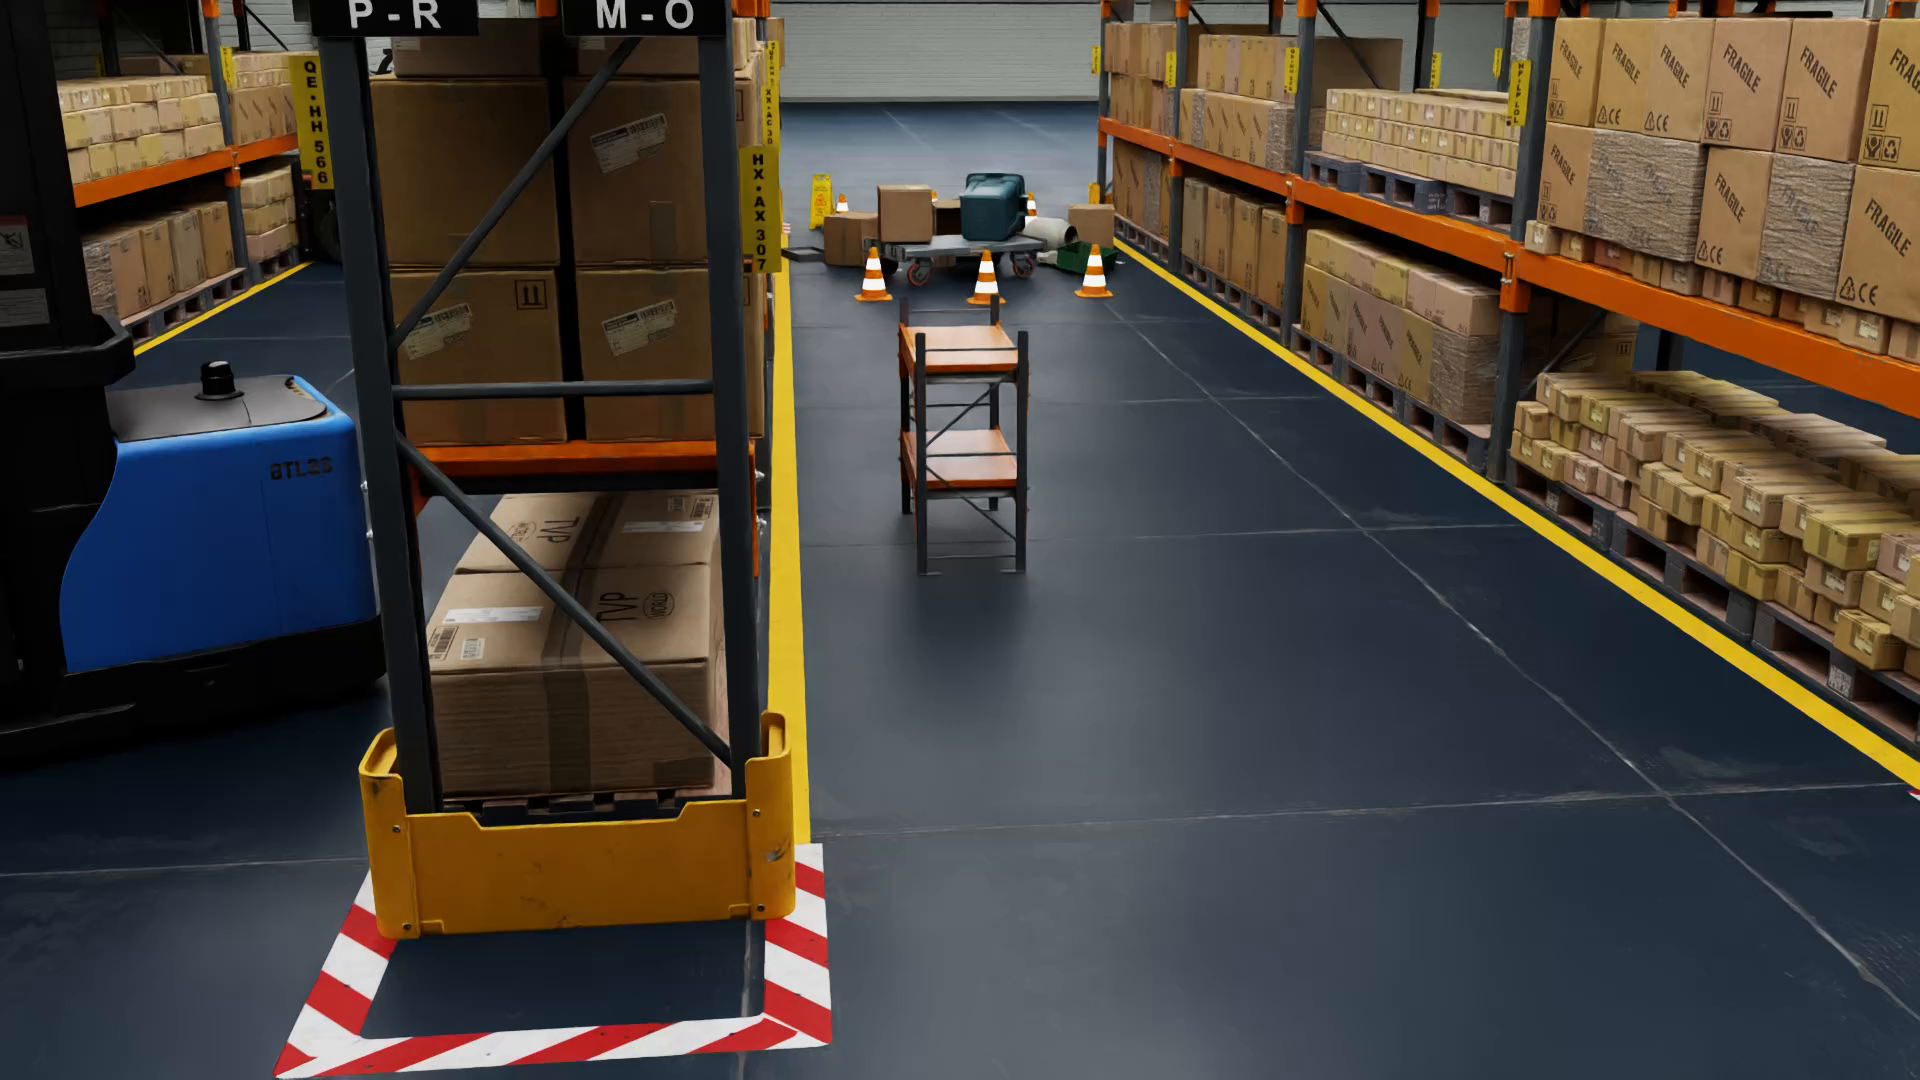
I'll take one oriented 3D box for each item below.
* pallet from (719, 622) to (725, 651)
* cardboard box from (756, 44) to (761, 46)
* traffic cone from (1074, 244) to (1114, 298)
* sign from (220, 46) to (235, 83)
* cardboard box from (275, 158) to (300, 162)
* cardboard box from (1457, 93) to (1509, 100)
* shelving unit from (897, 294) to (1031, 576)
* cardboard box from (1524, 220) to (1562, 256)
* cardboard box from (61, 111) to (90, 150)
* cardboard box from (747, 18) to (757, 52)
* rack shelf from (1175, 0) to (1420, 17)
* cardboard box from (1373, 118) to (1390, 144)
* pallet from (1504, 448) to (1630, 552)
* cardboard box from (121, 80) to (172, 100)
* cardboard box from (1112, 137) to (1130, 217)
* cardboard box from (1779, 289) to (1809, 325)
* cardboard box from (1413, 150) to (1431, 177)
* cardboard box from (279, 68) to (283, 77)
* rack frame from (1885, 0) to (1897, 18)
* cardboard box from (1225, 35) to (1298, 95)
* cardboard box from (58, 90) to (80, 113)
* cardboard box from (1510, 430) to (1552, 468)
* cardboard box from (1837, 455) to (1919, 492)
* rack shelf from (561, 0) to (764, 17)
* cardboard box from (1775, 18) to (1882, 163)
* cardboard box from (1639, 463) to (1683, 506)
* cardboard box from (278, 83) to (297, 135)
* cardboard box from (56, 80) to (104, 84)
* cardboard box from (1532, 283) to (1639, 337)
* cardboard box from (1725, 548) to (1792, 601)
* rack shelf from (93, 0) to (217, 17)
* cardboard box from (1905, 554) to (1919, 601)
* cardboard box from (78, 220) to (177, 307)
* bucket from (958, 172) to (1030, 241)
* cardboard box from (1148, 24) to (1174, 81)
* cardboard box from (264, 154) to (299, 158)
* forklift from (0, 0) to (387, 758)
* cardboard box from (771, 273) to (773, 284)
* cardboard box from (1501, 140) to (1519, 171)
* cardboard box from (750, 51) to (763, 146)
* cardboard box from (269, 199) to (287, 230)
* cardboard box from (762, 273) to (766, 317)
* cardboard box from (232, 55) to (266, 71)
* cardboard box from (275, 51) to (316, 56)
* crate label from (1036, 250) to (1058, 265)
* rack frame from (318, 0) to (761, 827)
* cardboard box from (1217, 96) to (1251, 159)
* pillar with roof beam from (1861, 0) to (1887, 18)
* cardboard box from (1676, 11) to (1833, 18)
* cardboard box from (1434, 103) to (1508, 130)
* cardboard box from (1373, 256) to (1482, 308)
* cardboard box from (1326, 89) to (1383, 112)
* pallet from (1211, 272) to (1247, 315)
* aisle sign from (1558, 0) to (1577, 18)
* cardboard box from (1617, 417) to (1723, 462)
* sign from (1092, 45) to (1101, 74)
[{"bbox_3d":[-1.354,0.340,6.742,1.003,0.211,1.213,-2,18,-6],"label":"pallet"},{"bbox_3d":[-1.432,-2.703,9.942,0.500,0.500,0.500,-2,18,-7],"label":"cardboard box"},{"bbox_3d":[1.241,-2.494,15.348,0.336,0.463,0.334,-2,18,-6],"label":"traffic cone"},{"bbox_3d":[-6.707,-4.347,15.216,0.100,0.325,0.005,-2,18,-6],"label":"sign"},{"bbox_3d":[-7.242,-4.091,18.419,0.500,0.250,0.500,-1,17,-5],"label":"cardboard box"},{"bbox_3d":[3.605,-2.959,11.319,0.380,0.149,0.250,-1,17,-4],"label":"cardboard box"},{"bbox_3d":[0.001,-0.535,8.002,0.538,1.125,1.048,-2,18,-6],"label":"shelving unit"},{"bbox_3d":[3.133,-1.553,8.534,0.380,0.149,0.250,-1,17,-4],"label":"cardboard box"},{"bbox_3d":[-6.611,-2.929,11.914,0.500,0.250,0.500,-2,18,-6],"label":"cardboard box"},{"bbox_3d":[-1.135,-2.336,7.692,0.380,0.149,0.250,-2,18,-7],"label":"cardboard box"},{"bbox_3d":[2.811,-4.642,14.150,1.077,0.370,4.000,-2,18,-6],"label":"rack shelf"},{"bbox_3d":[2.979,-2.721,11.059,0.380,0.149,0.250,-2,18,-6],"label":"cardboard box"},{"bbox_3d":[3.534,-0.238,8.581,1.003,0.211,1.213,-2,18,-6],"label":"pallet"},{"bbox_3d":[-6.848,-3.770,13.928,0.380,0.149,0.250,-2,18,-7],"label":"cardboard box"},{"bbox_3d":[2.327,-4.329,19.804,0.875,0.875,0.875,-2,18,-5],"label":"cardboard box"},{"bbox_3d":[3.482,-0.930,6.552,0.380,0.149,0.250,-3,18,-8],"label":"cardboard box"},{"bbox_3d":[3.054,-2.348,10.366,0.380,0.149,0.250,-1,17,-3],"label":"cardboard box"},{"bbox_3d":[-7.251,-4.809,17.236,0.380,0.149,0.250,-2,18,-6],"label":"cardboard box"},{"bbox_3d":[12.062,-5.618,21.065,1.000,3.000,0.127,-2,18,-6],"label":"rack frame"},{"bbox_3d":[2.768,-4.224,14.787,0.700,0.500,0.500,-2,18,-5],"label":"cardboard box"},{"bbox_3d":[-6.602,-3.162,11.991,0.380,0.149,0.250,-1,17,-4],"label":"cardboard box"},{"bbox_3d":[3.148,-0.489,8.785,0.380,0.149,0.250,-3,18,-8],"label":"cardboard box"},{"bbox_3d":[3.971,-0.257,7.054,0.380,0.149,0.250,-2,17,-5],"label":"cardboard box"},{"bbox_3d":[-1.690,-3.268,9.771,1.077,0.370,4.000,-2,18,-6],"label":"rack shelf"},{"bbox_3d":[3.433,-1.676,6.175,0.500,0.500,0.500,-1,17,-3],"label":"cardboard box"},{"bbox_3d":[3.318,-0.247,7.517,0.380,0.149,0.250,-2,18,-6],"label":"cardboard box"},{"bbox_3d":[-7.186,-4.457,17.199,0.500,0.500,0.500,-2,18,-5],"label":"cardboard box"},{"bbox_3d":[-7.375,-3.752,13.872,0.380,0.149,0.250,-2,18,-6],"label":"cardboard box"},{"bbox_3d":[3.616,-1.361,9.724,0.500,0.250,0.500,-3,18,-8],"label":"cardboard box"},{"bbox_3d":[3.384,0.132,6.807,0.380,0.149,0.250,-3,18,-8],"label":"cardboard box"},{"bbox_3d":[-7.039,-4.305,13.075,1.077,0.370,4.000,-2,18,-6],"label":"rack shelf"},{"bbox_3d":[3.535,0.151,5.754,0.380,0.149,0.250,-2,17,-5],"label":"cardboard box"},{"bbox_3d":[-7.029,-2.270,13.663,0.875,0.625,0.625,-3,18,-8],"label":"cardboard box"},{"bbox_3d":[0.297,-3.283,16.554,0.726,0.611,0.620,4,28,13],"label":"bucket"},{"bbox_3d":[2.428,-5.008,17.069,0.875,0.550,0.550,-2,18,-6],"label":"cardboard box"},{"bbox_3d":[-7.797,-4.221,18.835,0.500,0.250,0.500,-2,18,-6],"label":"cardboard box"},{"bbox_3d":[-3.704,-0.703,5.523,3.031,2.935,1.130,-11,20,-30],"label":"forklift"},{"bbox_3d":[-2.101,-2.337,14.298,0.950,0.372,0.625,-1,17,-4],"label":"cardboard box"},{"bbox_3d":[3.192,-2.102,9.086,0.380,0.149,0.250,-1,17,-4],"label":"cardboard box"},{"bbox_3d":[-1.160,-1.977,7.629,0.500,0.500,0.500,-2,18,-6],"label":"cardboard box"},{"bbox_3d":[-7.042,-3.244,16.556,0.500,0.250,0.500,-2,18,-6],"label":"cardboard box"},{"bbox_3d":[-1.057,-1.199,6.821,0.500,0.500,0.500,-2,18,-6],"label":"cardboard box"},{"bbox_3d":[-7.114,-4.723,16.468,0.380,0.149,0.250,-2,18,-7],"label":"cardboard box"},{"bbox_3d":[-7.355,-5.331,18.404,0.380,0.149,0.250,-2,18,-6],"label":"cardboard box"},{"bbox_3d":[0.942,-2.934,17.295,0.250,0.136,0.298,16,24,42],"label":"crate label"},{"bbox_3d":[-1.071,-0.392,4.419,1.000,3.000,0.127,-2,18,-6],"label":"rack frame"},{"bbox_3d":[2.545,-3.582,14.413,0.500,0.500,0.500,-2,17,-5],"label":"cardboard box"},{"bbox_3d":[16.711,-13.835,37.221,9.100,9.000,0.400,-2,18,-6],"label":"pillar with roof beam"},{"bbox_3d":[7.491,-4.519,15.861,1.000,1.000,1.000,-2,18,-5],"label":"cardboard box"},{"bbox_3d":[3.091,-2.554,10.028,0.380,0.149,0.250,-2,18,-7],"label":"cardboard box"},{"bbox_3d":[2.993,-1.657,10.668,0.500,0.250,0.500,-3,18,-8],"label":"cardboard box"},{"bbox_3d":[2.872,-3.178,12.017,0.380,0.149,0.250,-2,18,-6],"label":"cardboard box"},{"bbox_3d":[2.888,-2.228,14.922,1.003,0.211,1.213,-2,18,-6],"label":"pallet"},{"bbox_3d":[7.428,-6.733,20.277,0.394,0.787,0.004,-2,18,-6],"label":"aisle sign"},{"bbox_3d":[3.298,-0.469,7.728,0.380,0.149,0.250,-1,17,-4],"label":"cardboard box"},{"bbox_3d":[1.639,-5.778,19.995,0.100,0.325,0.005,-2,18,-6],"label":"sign"}]
